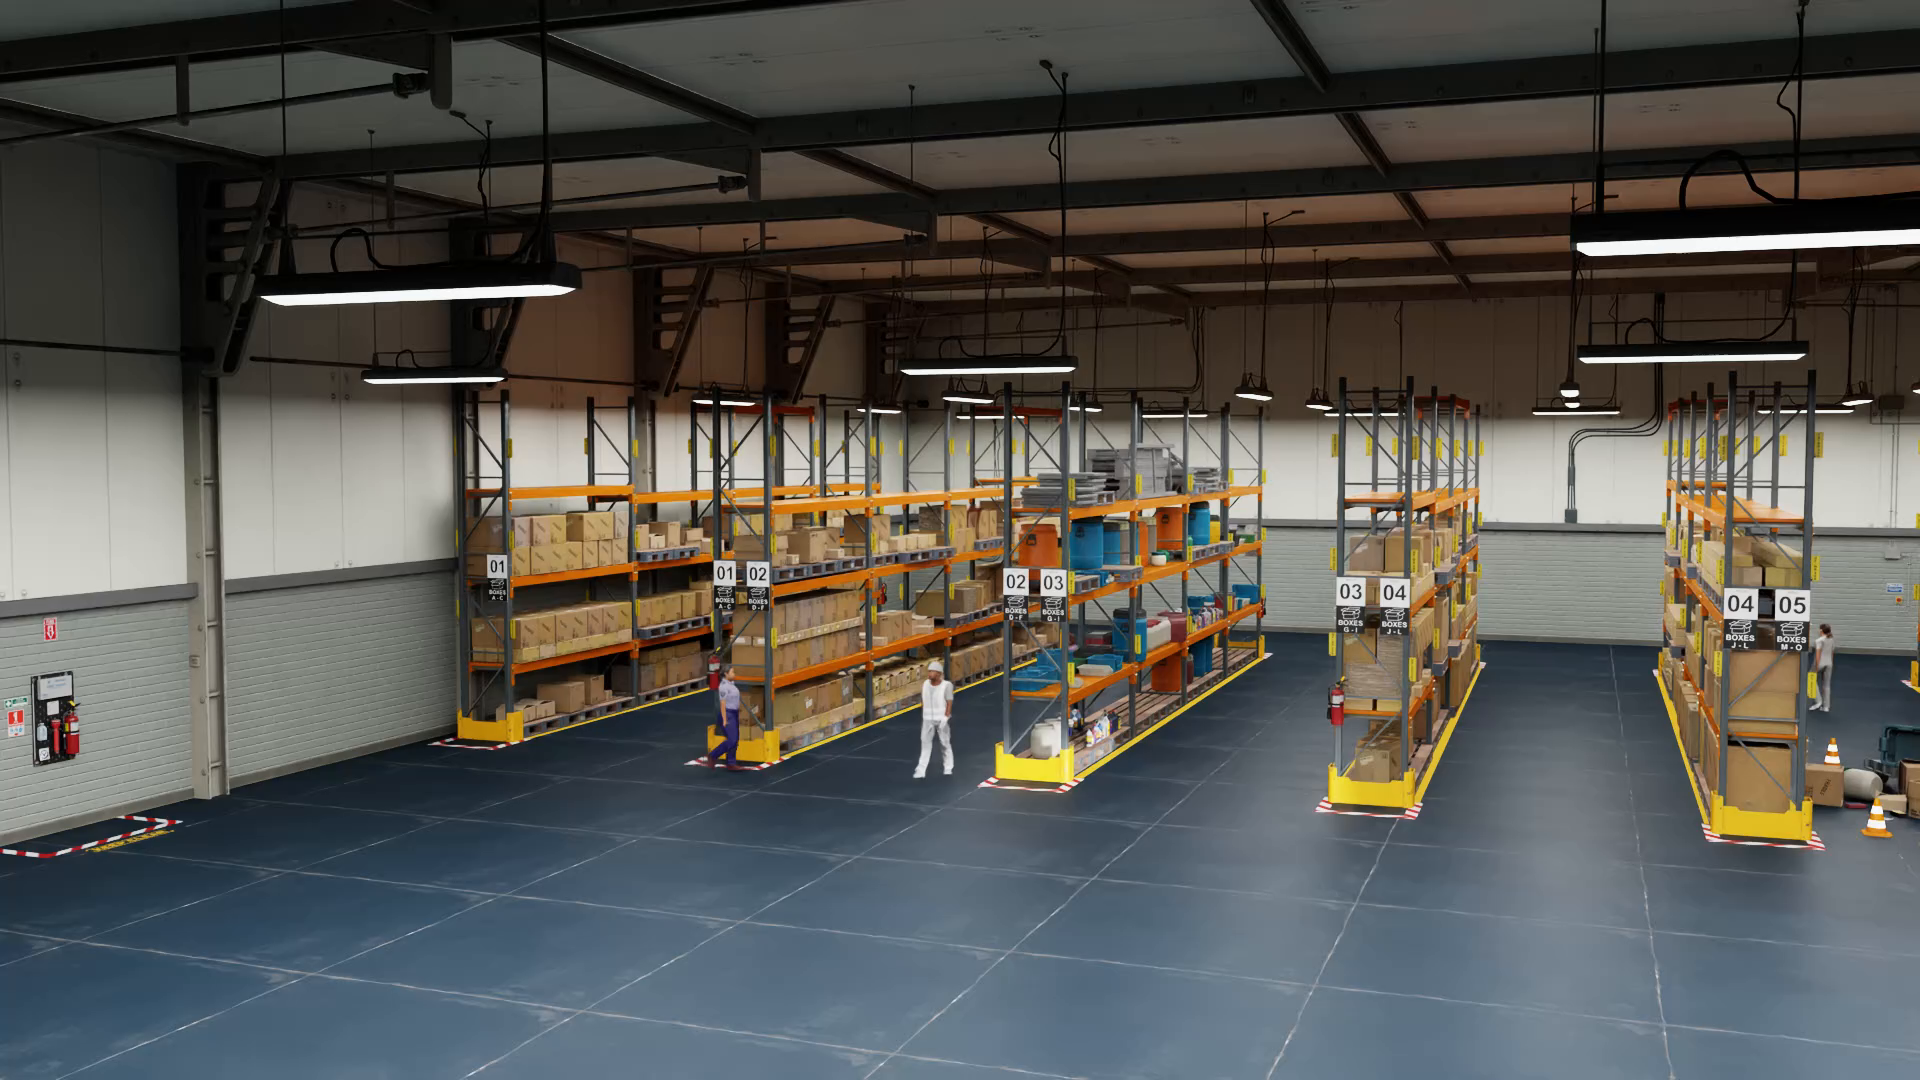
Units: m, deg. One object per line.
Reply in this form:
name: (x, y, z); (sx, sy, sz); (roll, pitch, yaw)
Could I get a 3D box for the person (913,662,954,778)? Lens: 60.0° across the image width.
person: (-0.401, 2.721, 25.086); (0.575, 1.738, 1.025); (1, 3, 23)

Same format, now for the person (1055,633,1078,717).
person: (1.992, 2.522, 30.944); (0.892, 1.521, 0.454); (-3, 4, -39)

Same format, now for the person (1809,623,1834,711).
person: (16.433, 2.433, 31.617); (0.435, 1.689, 0.486); (0, 3, 1)

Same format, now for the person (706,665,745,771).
person: (-3.624, 2.752, 25.710); (0.565, 1.638, 0.517); (0, 3, 4)
